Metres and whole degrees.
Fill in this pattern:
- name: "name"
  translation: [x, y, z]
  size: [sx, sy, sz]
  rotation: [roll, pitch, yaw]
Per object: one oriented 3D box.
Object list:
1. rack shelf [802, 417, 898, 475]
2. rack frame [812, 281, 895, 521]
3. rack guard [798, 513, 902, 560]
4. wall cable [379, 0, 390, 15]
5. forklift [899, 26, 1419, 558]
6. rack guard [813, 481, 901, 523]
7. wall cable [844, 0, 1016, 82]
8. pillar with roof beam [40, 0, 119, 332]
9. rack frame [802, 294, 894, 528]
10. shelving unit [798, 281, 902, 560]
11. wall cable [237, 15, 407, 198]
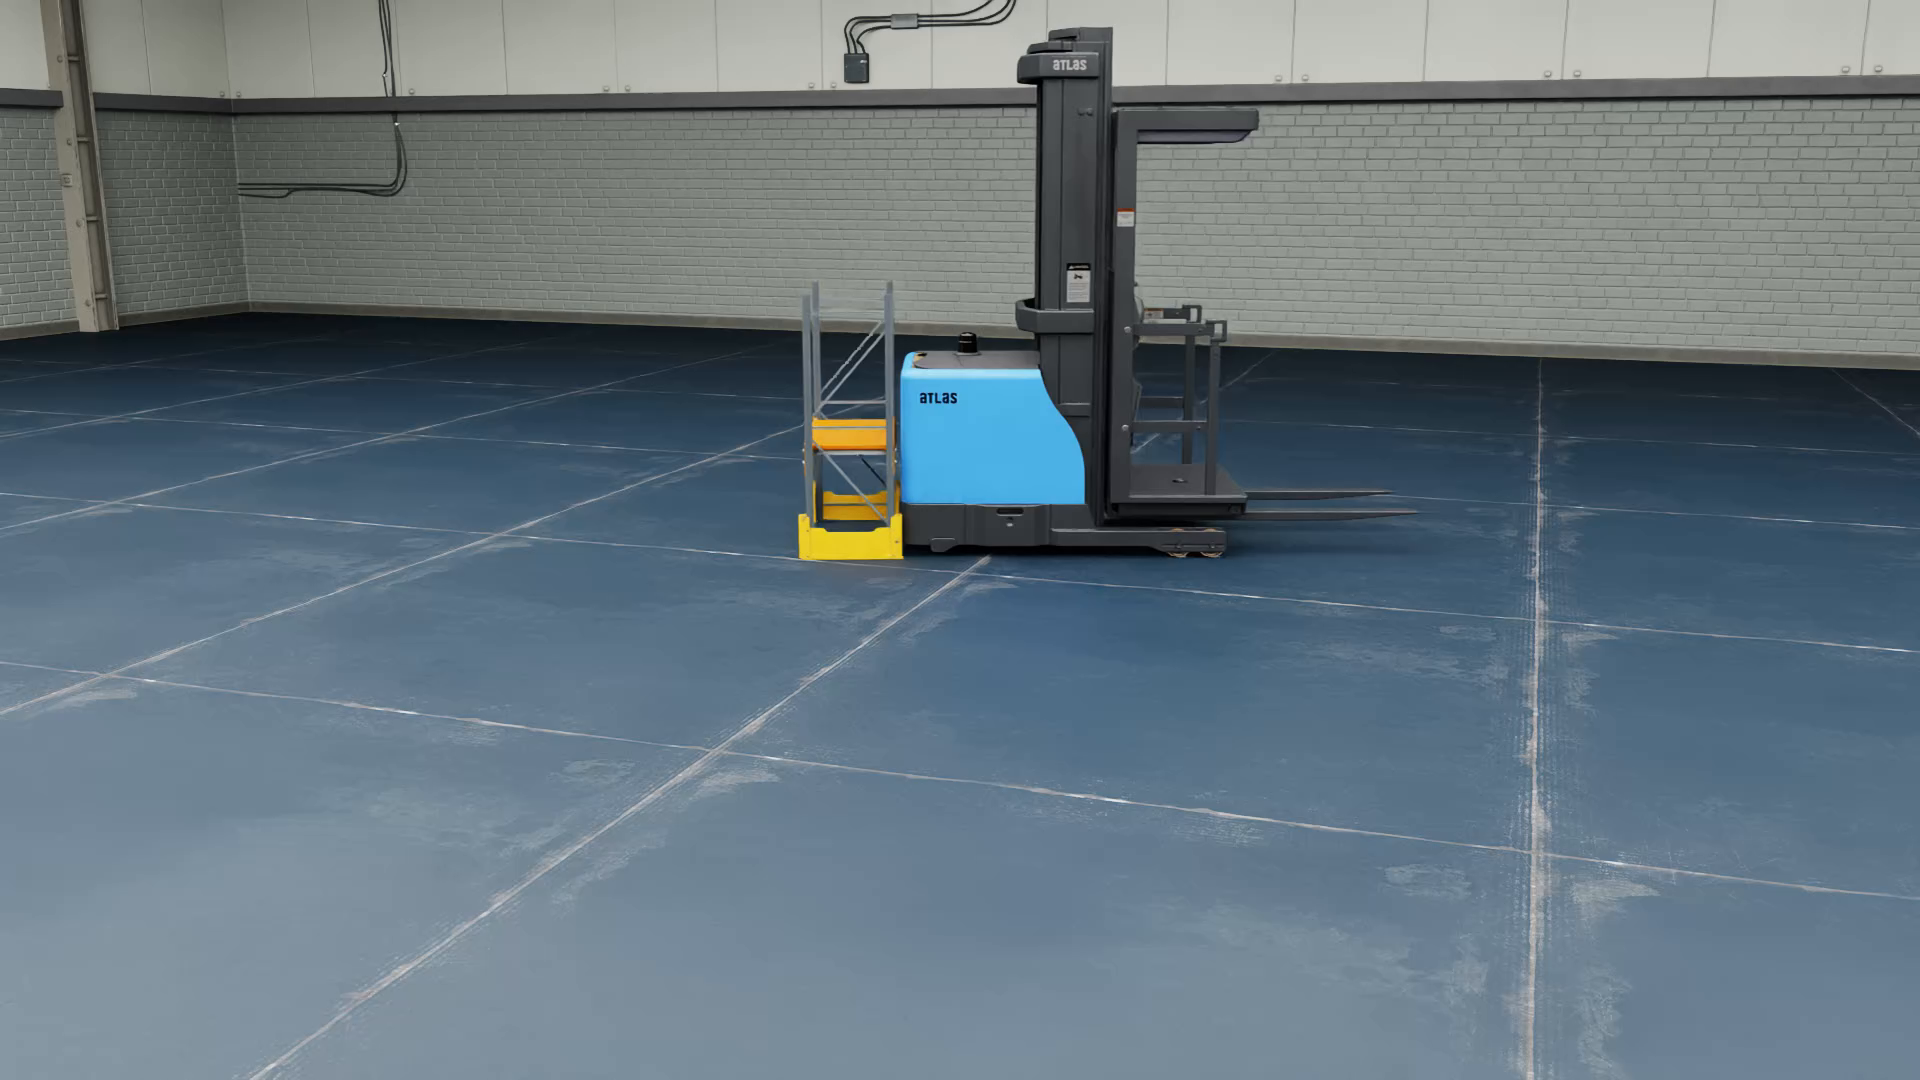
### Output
- name: "rack shelf"
  translation: [-0.642, -0.566, 9.907]
  size: [0.538, 0.185, 1.000]
  rotation: [0, 13, -2]
- name: "rack frame"
  translation: [-0.658, -0.855, 10.362]
  size: [0.500, 1.500, 0.032]
  rotation: [0, 13, -2]
- name: "rack guard"
  translation: [-0.625, -0.019, 9.511]
  size: [0.587, 0.250, 0.087]
  rotation: [0, 13, -2]
- name: "wall cable"
  translation: [-6.794, -8.481, 22.551]
  size: [3.097, 2.526, 0.112]
  rotation: [4, 14, 18]
- name: "forklift"
  translation: [1.163, -1.446, 9.737]
  size: [3.031, 2.935, 1.130]
  rotation: [0, 13, 0]
- name: "rack guard"
  translation: [-0.657, -0.241, 10.482]
  size: [0.587, 0.250, 0.087]
  rotation: [0, 13, -2]
- name: "wall cable"
  translation: [-0.377, -8.699, 20.234]
  size: [2.305, 6.003, 0.169]
  rotation: [4, 14, 18]
- name: "pillar with roof beam"
  translation: [-7.485, -6.892, 19.963]
  size: [9.100, 9.000, 0.400]
  rotation: [4, 14, 18]
- name: "rack frame"
  translation: [-0.625, -0.629, 9.371]
  size: [0.500, 1.500, 0.032]
  rotation: [0, 13, -2]
- name: "shelving unit"
  translation: [-0.641, -0.740, 9.858]
  size: [0.587, 1.500, 1.083]
  rotation: [0, 13, -2]
- name: "wall cable"
  translation: [-9.354, -6.214, 23.967]
  size: [3.097, 2.526, 0.112]
  rotation: [4, 14, 18]
